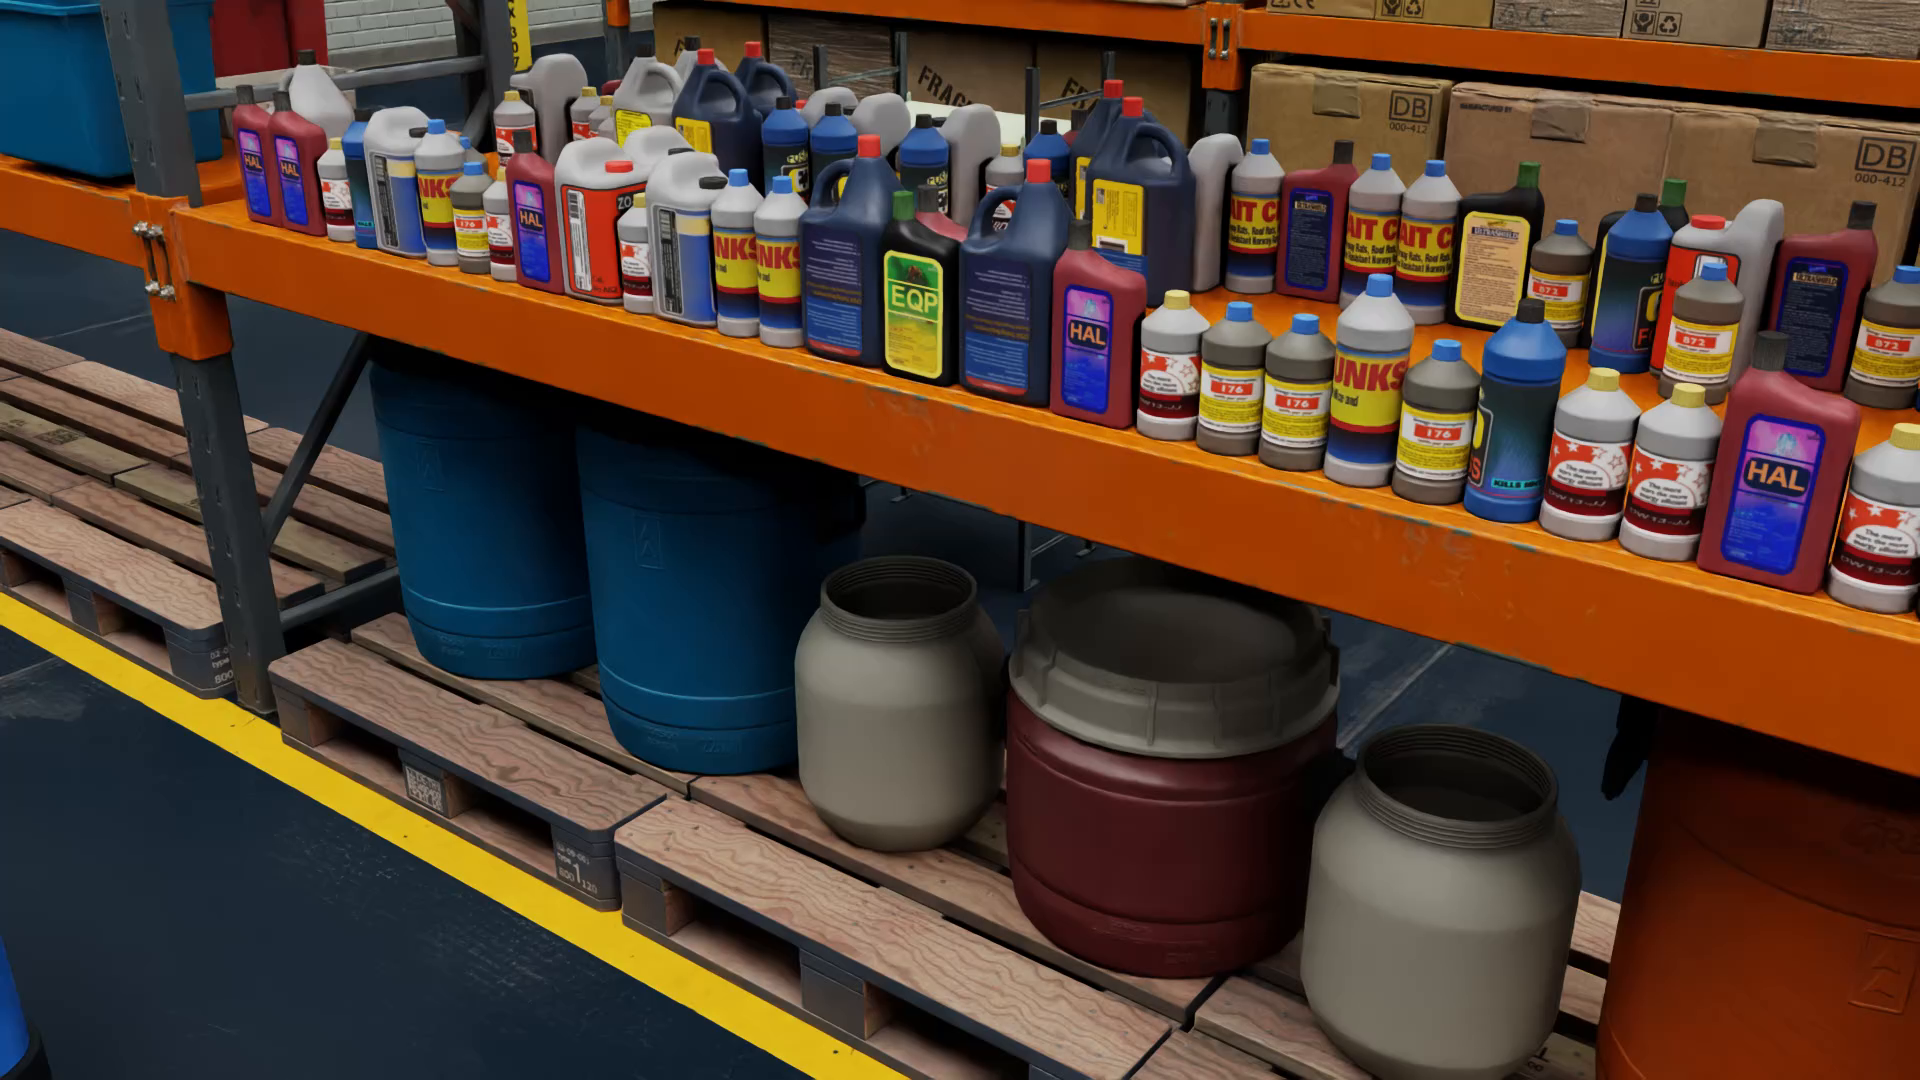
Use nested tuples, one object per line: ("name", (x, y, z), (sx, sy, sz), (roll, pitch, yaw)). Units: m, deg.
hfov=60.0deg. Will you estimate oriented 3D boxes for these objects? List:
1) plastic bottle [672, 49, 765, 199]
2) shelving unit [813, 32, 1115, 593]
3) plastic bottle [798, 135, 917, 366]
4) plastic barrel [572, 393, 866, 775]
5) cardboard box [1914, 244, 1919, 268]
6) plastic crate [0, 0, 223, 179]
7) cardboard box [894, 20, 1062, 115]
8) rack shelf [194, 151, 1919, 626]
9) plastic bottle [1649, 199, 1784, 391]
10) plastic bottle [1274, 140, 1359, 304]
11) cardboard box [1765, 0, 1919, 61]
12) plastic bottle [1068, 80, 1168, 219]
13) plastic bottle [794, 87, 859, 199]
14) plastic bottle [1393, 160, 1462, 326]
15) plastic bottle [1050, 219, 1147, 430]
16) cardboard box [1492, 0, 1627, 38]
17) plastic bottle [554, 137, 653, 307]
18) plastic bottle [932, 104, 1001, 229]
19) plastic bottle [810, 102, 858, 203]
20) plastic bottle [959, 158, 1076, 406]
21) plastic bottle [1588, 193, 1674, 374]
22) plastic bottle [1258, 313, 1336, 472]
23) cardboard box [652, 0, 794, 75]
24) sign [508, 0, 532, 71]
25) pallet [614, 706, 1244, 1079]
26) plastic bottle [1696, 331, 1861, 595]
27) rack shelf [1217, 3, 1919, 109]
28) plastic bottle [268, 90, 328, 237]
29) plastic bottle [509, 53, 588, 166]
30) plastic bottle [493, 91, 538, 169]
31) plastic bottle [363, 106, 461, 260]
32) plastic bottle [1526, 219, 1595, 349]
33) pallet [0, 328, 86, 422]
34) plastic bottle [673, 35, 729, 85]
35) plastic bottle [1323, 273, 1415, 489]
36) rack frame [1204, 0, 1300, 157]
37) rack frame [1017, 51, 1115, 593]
("plastic bottle", (-0.516, -0.863, 3.549), (0.185, 0.351, 0.144), (17, 29, 33))
("shelving unit", (0.005, -0.685, 4.944), (0.755, 1.500, 0.431), (17, 29, 33))
("plastic bottle", (-0.159, -0.469, 2.655), (0.185, 0.351, 0.144), (17, 29, 33))
("plastic barrel", (-0.517, -0.017, 3.649), (0.708, 0.901, 0.600), (17, 29, 33))
("cardboard box", (4.123, -1.117, 6.180), (0.875, 0.875, 1.225), (15, 28, 31))
("plastic crate", (-2.087, -1.116, 4.008), (0.575, 0.384, 0.392), (17, 29, 33))
("cardboard box", (0.261, -2.314, 8.896), (0.875, 0.875, 0.875), (17, 29, 33))
("rack shelf", (0.091, -0.370, 3.019), (3.809, 0.124, 0.919), (17, 29, 33))
("plastic bottle", (1.169, -0.390, 2.569), (0.135, 0.276, 0.152), (17, 29, 33))
("plastic bottle", (0.642, -0.576, 2.981), (0.133, 0.283, 0.061), (17, 29, 33))
("cardboard box", (3.306, -2.056, 6.072), (0.500, 0.500, 0.500), (16, 28, 32))
("plastic bottle", (0.304, -0.687, 3.151), (0.185, 0.351, 0.144), (17, 29, 33))
("plastic bottle", (-0.304, -0.835, 3.579), (0.135, 0.276, 0.152), (17, 29, 33))
("plastic bottle", (0.801, -0.513, 2.853), (0.097, 0.271, 0.097), (0, 24, 0))
("plastic bottle", (0.198, -0.309, 2.376), (0.133, 0.283, 0.061), (17, 29, 33))
("cardboard box", (2.483, -2.303, 6.632), (0.500, 0.500, 0.500), (16, 28, 32))
("plastic bottle", (-0.626, -0.578, 2.995), (0.135, 0.276, 0.152), (17, 29, 33))
("plastic bottle", (-0.011, -0.746, 3.378), (0.135, 0.276, 0.152), (17, 29, 33))
("plastic bottle", (-0.256, -0.756, 3.404), (0.097, 0.271, 0.097), (0, 24, 0))
("plastic bottle", (0.095, -0.392, 2.480), (0.185, 0.351, 0.144), (17, 29, 33))
("plastic bottle", (1.056, -0.405, 2.609), (0.097, 0.271, 0.097), (0, 24, 0))
("plastic bottle", (0.457, -0.202, 2.236), (0.097, 0.201, 0.097), (0, 24, 0))
("cardboard box", (-1.179, -2.749, 9.884), (0.875, 0.875, 0.875), (17, 29, 33))
("sign", (-1.178, -1.397, 4.357), (0.005, 0.325, 0.100), (17, 29, 33))
("pallet", (0.064, 0.678, 3.450), (1.213, 0.211, 1.003), (17, 29, 33))
("plastic bottle", (0.928, -0.088, 1.875), (0.133, 0.283, 0.061), (17, 29, 33))
("rack shelf", (3.062, -1.878, 6.685), (4.000, 0.370, 1.077), (17, 29, 33))
("plastic bottle", (-1.365, -0.781, 3.447), (0.133, 0.283, 0.061), (17, 29, 33))
("plastic bottle", (-1.000, -1.045, 4.056), (0.135, 0.276, 0.152), (17, 29, 33))
("plastic bottle", (-1.060, -0.966, 3.970), (0.097, 0.201, 0.097), (0, 24, 0))
("plastic bottle", (-1.074, -0.713, 3.302), (0.135, 0.276, 0.152), (17, 29, 33))
("plastic bottle", (0.986, -0.425, 2.740), (0.097, 0.201, 0.097), (0, 24, 0))
("pallet", (-4.073, -0.572, 6.287), (1.213, 0.211, 1.003), (17, 29, 33))
("plastic bottle", (-0.577, -0.954, 3.756), (0.185, 0.351, 0.144), (17, 29, 33))
("plastic bottle", (0.535, -0.211, 2.168), (0.097, 0.271, 0.097), (0, 24, 0))
("rack frame", (1.462, -2.691, 7.638), (0.127, 3.000, 1.000), (17, 29, 33))
("rack frame", (0.298, -0.596, 4.743), (0.023, 1.500, 0.400), (17, 29, 33))
